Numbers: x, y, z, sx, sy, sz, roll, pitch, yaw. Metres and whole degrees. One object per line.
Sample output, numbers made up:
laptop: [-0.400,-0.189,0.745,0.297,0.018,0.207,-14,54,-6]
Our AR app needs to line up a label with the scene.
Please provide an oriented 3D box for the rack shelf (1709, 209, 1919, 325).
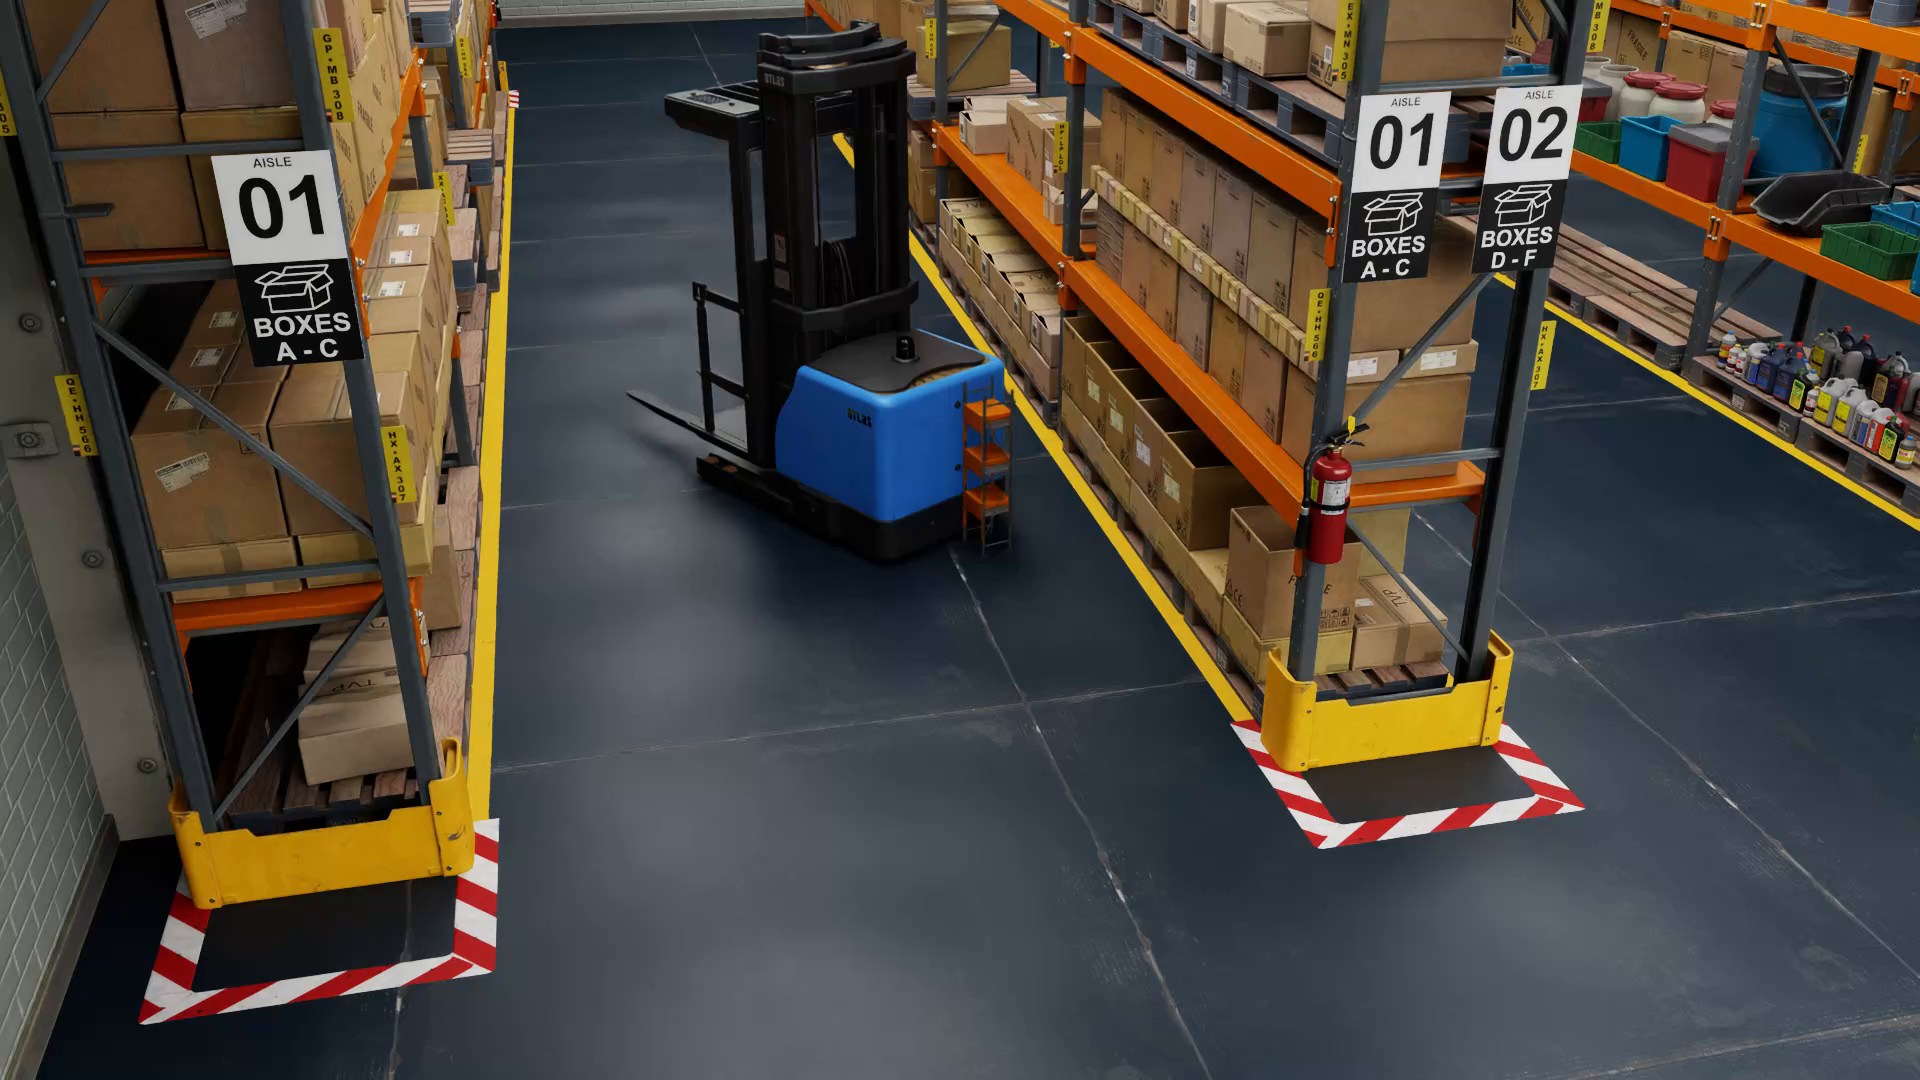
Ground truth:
rack shelf: [6.461,-1.416,10.526,1.077,0.370,4.000,-6,27,-12]

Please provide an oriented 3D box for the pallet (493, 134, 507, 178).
pallet: [-5.540,-4.218,18.373,1.003,0.211,1.213,-6,27,-12]

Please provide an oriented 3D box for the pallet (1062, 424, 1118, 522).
pallet: [1.322,-0.516,11.038,1.003,0.211,1.213,-6,27,-12]

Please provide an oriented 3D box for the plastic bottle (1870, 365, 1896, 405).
plastic bottle: [6.458,-1.098,11.623,0.061,0.283,0.133,-6,27,-12]

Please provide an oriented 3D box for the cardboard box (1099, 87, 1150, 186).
cardboard box: [1.289,-2.544,10.410,0.700,0.500,0.500,-6,27,-11]

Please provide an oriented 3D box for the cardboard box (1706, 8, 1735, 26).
cardboard box: [9.007,-6.227,19.148,0.500,0.500,0.500,-6,27,-12]

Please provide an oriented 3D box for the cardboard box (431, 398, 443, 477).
cardboard box: [-2.781,-0.493,8.041,0.500,0.250,0.500,-6,27,-12]

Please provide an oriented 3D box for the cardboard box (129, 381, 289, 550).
cardboard box: [-3.054,-0.316,6.858,0.500,0.500,0.500,-6,27,-12]

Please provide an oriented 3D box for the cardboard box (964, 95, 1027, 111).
cardboard box: [0.321,-3.666,14.284,0.500,0.311,0.500,-4,27,-8]

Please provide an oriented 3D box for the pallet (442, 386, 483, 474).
pallet: [-3.819,-0.706,11.415,1.003,0.211,1.213,-6,27,-12]

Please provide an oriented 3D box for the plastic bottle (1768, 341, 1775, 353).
plastic bottle: [5.858,-1.287,11.997,0.061,0.283,0.133,-6,27,-12]

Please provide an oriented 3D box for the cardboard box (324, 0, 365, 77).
cardboard box: [-2.655,-2.112,6.533,0.500,0.500,0.500,-6,27,-12]

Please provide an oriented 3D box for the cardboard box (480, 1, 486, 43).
cardboard box: [-5.711,-5.816,18.111,0.980,0.700,0.700,-7,28,-13]

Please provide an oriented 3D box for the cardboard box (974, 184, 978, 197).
cardboard box: [0.334,-3.409,15.961,0.500,0.500,0.500,-7,28,-13]

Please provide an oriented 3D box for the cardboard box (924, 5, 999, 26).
cardboard box: [0.010,-4.788,15.831,0.700,0.500,0.500,-1,27,-2]

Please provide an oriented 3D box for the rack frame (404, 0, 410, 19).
rack frame: [-3.642,-4.288,8.758,1.000,3.000,0.127,-6,27,-12]

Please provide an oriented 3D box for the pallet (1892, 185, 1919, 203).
pallet: [10.109,-3.286,16.527,1.003,0.211,1.213,-6,27,-12]

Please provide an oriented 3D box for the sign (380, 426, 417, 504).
sign: [-2.212,-0.295,6.545,0.100,0.325,0.005,-6,27,-12]

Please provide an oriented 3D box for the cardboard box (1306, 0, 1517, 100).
cardboard box: [1.959,-2.246,7.306,0.797,0.503,0.637,-4,27,-8]

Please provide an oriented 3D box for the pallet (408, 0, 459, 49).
pallet: [-3.678,-3.147,10.035,1.213,0.211,1.003,-6,27,-12]

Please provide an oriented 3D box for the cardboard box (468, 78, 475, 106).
cardboard box: [-4.513,-4.022,14.426,0.500,0.500,0.500,-5,27,-10]

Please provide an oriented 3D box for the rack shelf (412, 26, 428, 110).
rack shelf: [-4.093,-3.505,11.336,1.077,0.370,4.000,-6,27,-12]

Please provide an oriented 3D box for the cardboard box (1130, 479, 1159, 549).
cardboard box: [1.326,-0.181,9.865,0.500,0.250,0.500,-6,27,-12]

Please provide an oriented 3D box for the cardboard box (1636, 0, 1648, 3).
cardboard box: [8.586,-6.732,20.538,0.380,0.149,0.250,-5,27,-11]

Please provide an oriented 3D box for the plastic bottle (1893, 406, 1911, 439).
plastic bottle: [6.144,-0.730,10.893,0.061,0.283,0.133,-6,27,-12]

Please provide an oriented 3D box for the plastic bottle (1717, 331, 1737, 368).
plastic bottle: [5.655,-1.410,12.253,0.097,0.271,0.097,0,27,0]

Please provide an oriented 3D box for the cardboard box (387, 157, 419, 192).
cardboard box: [-3.724,-2.077,10.438,0.700,0.500,0.500,-6,27,-11]

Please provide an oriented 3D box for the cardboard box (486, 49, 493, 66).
cardboard box: [-5.827,-5.792,19.984,0.380,0.149,0.250,-5,27,-10]

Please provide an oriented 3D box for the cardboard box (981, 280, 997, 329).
cardboard box: [0.466,-1.897,13.265,0.500,0.250,0.500,-5,27,-11]

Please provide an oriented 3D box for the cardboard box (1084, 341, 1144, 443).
cardboard box: [1.103,-0.955,10.566,0.500,0.500,0.500,-6,27,-12]

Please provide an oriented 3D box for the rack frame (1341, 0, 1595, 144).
rack frame: [2.085,-3.036,6.279,1.000,3.000,0.127,-6,27,-12]

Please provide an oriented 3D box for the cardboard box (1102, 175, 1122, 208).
cardboard box: [1.112,-2.201,10.450,0.380,0.149,0.250,-6,27,-11]

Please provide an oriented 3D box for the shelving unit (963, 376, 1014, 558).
shelving unit: [0.167,-0.433,9.943,0.215,1.050,0.252,-13,30,-24]

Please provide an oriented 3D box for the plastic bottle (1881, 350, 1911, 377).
plastic bottle: [6.552,-1.150,11.651,0.144,0.351,0.185,-6,27,-12]

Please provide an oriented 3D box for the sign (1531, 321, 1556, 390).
sign: [2.627,-0.834,7.524,0.100,0.325,0.005,-6,27,-12]

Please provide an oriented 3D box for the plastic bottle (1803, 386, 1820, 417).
plastic bottle: [5.871,-0.957,11.434,0.097,0.201,0.097,0,27,0]

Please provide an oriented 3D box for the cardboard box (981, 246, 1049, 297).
cardboard box: [0.469,-2.141,13.127,0.500,0.311,0.500,-6,27,-12]

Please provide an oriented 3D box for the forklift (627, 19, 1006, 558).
forklift: [-1.094,-1.773,10.510,1.130,2.935,3.031,-23,35,-38]

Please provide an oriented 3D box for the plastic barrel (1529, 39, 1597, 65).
plastic barrel: [5.508,-4.259,15.209,0.600,0.536,0.708,-6,27,-12]

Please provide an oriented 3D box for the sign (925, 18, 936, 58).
sign: [-0.245,-4.292,14.228,0.100,0.325,0.005,-6,27,-12]

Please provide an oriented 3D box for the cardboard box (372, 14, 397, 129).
cardboard box: [-2.921,-2.118,7.656,0.500,0.500,0.500,-4,27,-8]

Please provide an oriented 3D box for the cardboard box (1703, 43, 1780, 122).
cardboard box: [9.399,-5.198,19.112,1.225,0.875,0.875,-7,28,-13]

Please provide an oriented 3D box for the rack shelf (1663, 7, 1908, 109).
rack shelf: [9.483,-5.431,18.480,1.077,0.370,4.000,-6,27,-12]

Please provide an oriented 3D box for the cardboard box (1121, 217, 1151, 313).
cardboard box: [1.415,-1.734,10.245,0.700,0.500,0.500,-6,27,-12]

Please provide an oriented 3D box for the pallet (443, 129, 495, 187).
pallet: [-4.279,-2.978,13.034,1.213,0.211,1.003,-6,27,-12]

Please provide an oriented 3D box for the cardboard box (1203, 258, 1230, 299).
cardboard box: [1.520,-1.409,8.882,0.380,0.149,0.250,-5,27,-10]

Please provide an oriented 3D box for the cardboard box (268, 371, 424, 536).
cardboard box: [-2.556,-0.370,6.967,0.500,0.500,0.500,-6,27,-12]

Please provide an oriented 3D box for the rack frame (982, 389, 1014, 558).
rack frame: [0.223,-0.385,9.847,0.200,1.050,0.008,-13,30,-24]

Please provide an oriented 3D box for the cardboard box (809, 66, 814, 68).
cardboard box: [-1.762,-6.087,21.657,0.380,0.149,0.250,-6,27,-12]

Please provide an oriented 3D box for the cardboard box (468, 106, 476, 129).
cardboard box: [-4.418,-3.667,14.443,0.380,0.149,0.250,-5,27,-10]

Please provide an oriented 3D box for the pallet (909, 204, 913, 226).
pallet: [-0.121,-3.491,16.933,1.003,0.211,1.213,-6,27,-12]

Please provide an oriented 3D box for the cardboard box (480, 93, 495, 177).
cardboard box: [-5.172,-4.077,16.919,0.750,0.750,0.750,-6,27,-11]

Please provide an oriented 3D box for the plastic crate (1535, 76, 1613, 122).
plastic crate: [5.175,-3.660,14.101,0.402,0.464,0.583,-6,27,-12]
